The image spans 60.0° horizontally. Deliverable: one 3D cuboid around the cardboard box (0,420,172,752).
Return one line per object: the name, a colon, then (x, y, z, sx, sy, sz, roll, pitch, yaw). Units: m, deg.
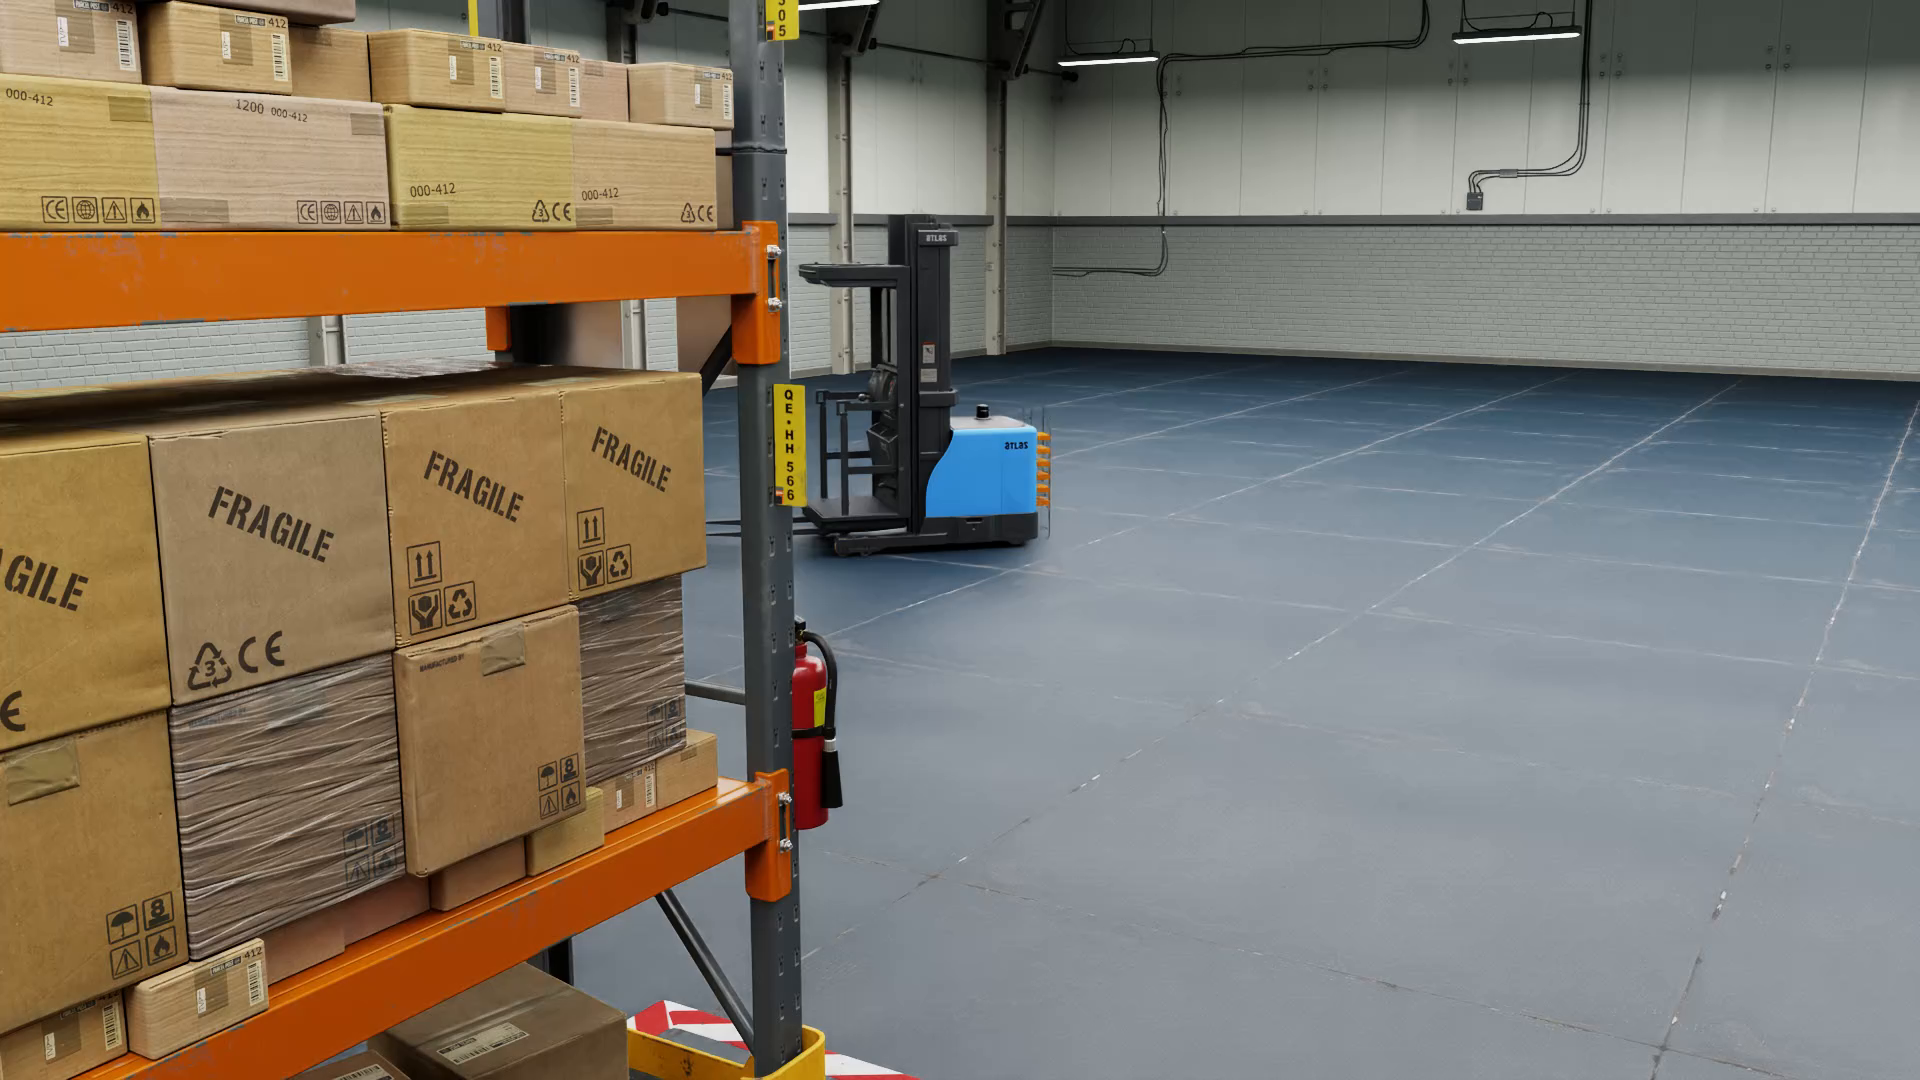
cardboard box: (-1.774, 0.075, 2.902, 0.500, 0.500, 0.500, 6, 12, 31)

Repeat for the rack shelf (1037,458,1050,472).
rack shelf: (0.705, -0.690, 15.266, 0.180, 0.103, 0.258, -3, 11, -15)

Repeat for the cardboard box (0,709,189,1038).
cardboard box: (-1.949, 0.547, 3.098, 0.875, 0.500, 0.500, 6, 12, 31)

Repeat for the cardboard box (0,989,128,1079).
cardboard box: (-1.767, 0.883, 3.066, 0.380, 0.149, 0.250, 6, 12, 31)

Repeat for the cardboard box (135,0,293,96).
cardboard box: (-1.476, -0.903, 3.095, 0.380, 0.149, 0.250, 6, 12, 28)

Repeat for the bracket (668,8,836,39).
bracket: (-3.552, -8.969, 28.922, 0.076, 0.066, 4.783, 6, 12, 31)

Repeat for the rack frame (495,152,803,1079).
rack frame: (-0.917, 0.416, 4.876, 1.000, 3.000, 0.127, 6, 12, 31)

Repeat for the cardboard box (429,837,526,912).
cardboard box: (-1.248, 0.725, 3.906, 0.380, 0.149, 0.250, 6, 12, 31)

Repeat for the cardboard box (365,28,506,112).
cardboard box: (-1.188, -0.982, 3.517, 0.380, 0.149, 0.250, 6, 12, 31)

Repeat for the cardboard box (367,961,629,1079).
cardboard box: (-1.255, 1.535, 4.551, 0.500, 0.500, 0.500, 9, 14, 41)

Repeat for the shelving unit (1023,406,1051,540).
shelving unit: (0.705, -0.616, 15.280, 0.189, 1.200, 0.258, -3, 11, -15)

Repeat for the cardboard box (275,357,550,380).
cardboard box: (-1.435, -0.210, 4.424, 0.500, 0.500, 0.500, 6, 12, 31)

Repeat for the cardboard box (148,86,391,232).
cardboard box: (-1.480, -0.726, 3.232, 0.500, 0.250, 0.500, 7, 13, 32)

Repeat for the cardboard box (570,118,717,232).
cardboard box: (-0.950, -0.884, 4.079, 0.500, 0.250, 0.500, 7, 13, 32)

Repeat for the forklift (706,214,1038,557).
forklift: (-0.872, -1.402, 14.773, 3.031, 2.935, 1.130, -3, 11, -15)

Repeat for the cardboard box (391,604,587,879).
cardboard box: (-1.383, 0.395, 3.910, 0.875, 0.500, 0.500, 6, 12, 31)

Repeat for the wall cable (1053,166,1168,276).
wall cable: (3.472, -7.459, 39.074, 3.097, 2.526, 0.112, 6, 12, 31)

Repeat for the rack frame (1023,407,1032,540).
rack frame: (0.617, -0.612, 15.257, 0.006, 1.200, 0.240, -3, 11, -15)

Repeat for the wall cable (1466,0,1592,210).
wall cable: (11.578, -9.747, 33.617, 2.305, 6.003, 0.169, 6, 12, 31)

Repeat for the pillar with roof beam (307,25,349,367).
pillar with roof beam: (-4.853, -5.406, 19.670, 9.100, 9.000, 0.400, 6, 12, 31)

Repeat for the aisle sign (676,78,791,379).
aisle sign: (-0.628, -0.843, 4.536, 0.394, 0.787, 0.004, 6, 12, 31)

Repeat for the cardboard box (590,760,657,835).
cardboard box: (-1.019, 0.643, 4.344, 0.380, 0.149, 0.250, 6, 12, 31)

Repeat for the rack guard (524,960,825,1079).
rack guard: (-0.956, 1.657, 5.042, 1.175, 0.500, 0.348, 6, 12, 31)

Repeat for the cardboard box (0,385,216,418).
cardboard box: (-1.959, -0.054, 3.587, 0.500, 0.500, 0.500, 6, 12, 31)

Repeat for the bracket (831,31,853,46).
bracket: (-2.215, -9.374, 31.087, 0.235, 0.232, 0.430, 6, 12, 31)

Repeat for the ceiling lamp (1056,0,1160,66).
ceiling lamp: (2.866, -10.455, 30.781, 2.000, 3.185, 0.800, 6, 12, 31)

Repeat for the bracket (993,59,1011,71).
bracket: (0.901, -10.318, 36.127, 0.235, 0.232, 0.430, 6, 12, 31)

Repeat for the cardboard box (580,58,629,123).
cardboard box: (-1.030, -1.077, 4.026, 0.380, 0.149, 0.250, 6, 12, 29)

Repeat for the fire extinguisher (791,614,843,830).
fire extinguisher: (-0.464, 0.480, 4.744, 0.296, 0.674, 0.183, 6, 12, 31)

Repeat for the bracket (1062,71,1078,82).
bracket: (2.562, -10.821, 38.815, 0.235, 0.232, 0.430, 6, 12, 31)

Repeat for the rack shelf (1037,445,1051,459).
rack shelf: (0.705, -0.808, 15.244, 0.180, 0.103, 0.258, -3, 11, -15)

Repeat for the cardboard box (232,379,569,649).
cardboard box: (-1.246, -0.081, 3.736, 0.500, 0.500, 0.500, 6, 12, 31)

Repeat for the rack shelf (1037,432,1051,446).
rack shelf: (0.705, -0.926, 15.222, 0.180, 0.103, 0.258, -3, 11, -15)

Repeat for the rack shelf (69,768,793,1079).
rack shelf: (-1.955, 1.084, 3.262, 1.077, 0.370, 4.000, 6, 12, 31)

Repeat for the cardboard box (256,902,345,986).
cardboard box: (-1.523, 0.802, 3.496, 0.380, 0.149, 0.250, 6, 12, 31)

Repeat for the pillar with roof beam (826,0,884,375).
pillar with roof beam: (1.377, -7.293, 29.751, 9.100, 9.000, 0.548, 6, 12, 31)

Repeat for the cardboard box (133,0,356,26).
cardboard box: (-1.505, -1.231, 3.086, 0.500, 0.500, 0.500, 6, 12, 31)

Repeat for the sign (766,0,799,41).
sign: (-0.453, -1.437, 4.218, 0.100, 0.325, 0.005, 6, 12, 31)

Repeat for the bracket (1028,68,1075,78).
bracket: (2.255, -10.728, 38.319, 0.076, 0.066, 3.189, 6, 12, 31)
